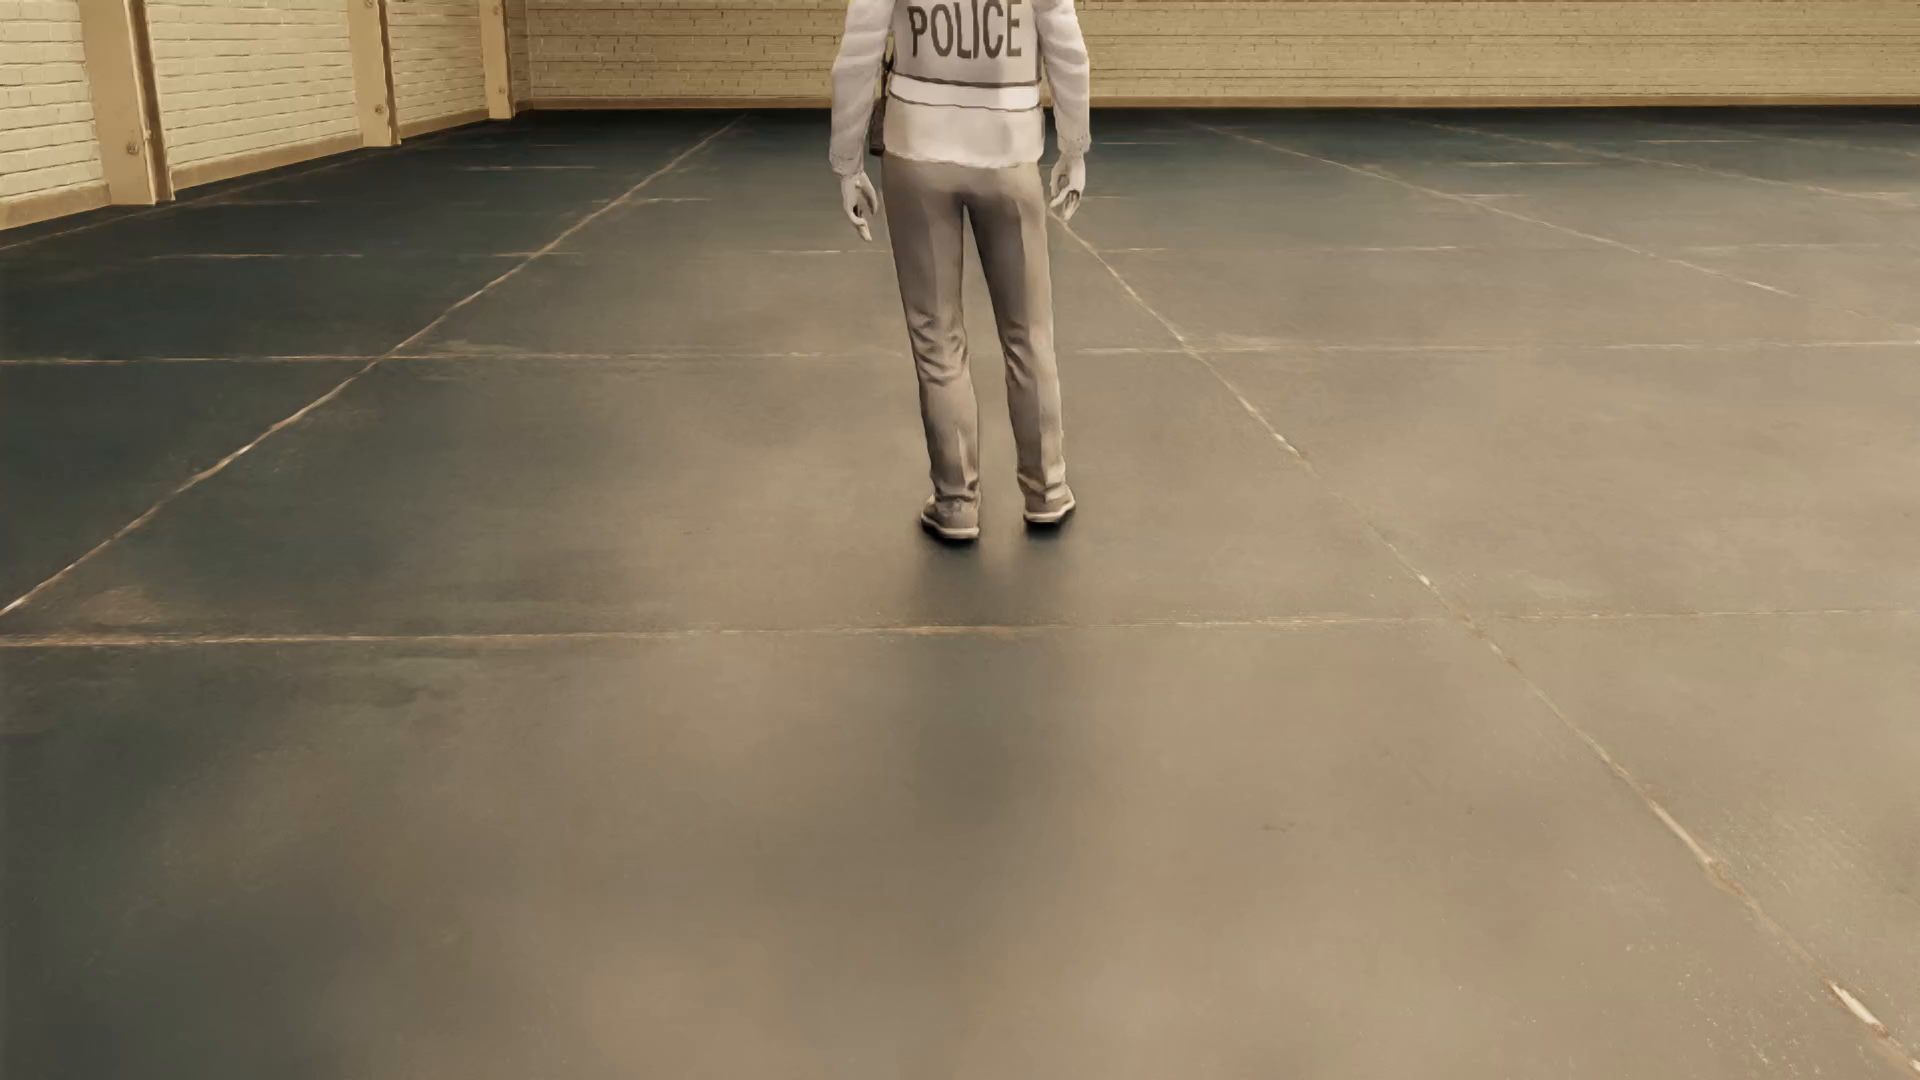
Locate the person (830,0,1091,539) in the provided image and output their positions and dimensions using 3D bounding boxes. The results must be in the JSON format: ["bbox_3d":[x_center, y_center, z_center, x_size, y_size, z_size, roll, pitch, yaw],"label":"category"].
[{"bbox_3d":[0.003,-0.838,3.733,0.586,1.695,0.533,-1,17,-3],"label":"person"}]
